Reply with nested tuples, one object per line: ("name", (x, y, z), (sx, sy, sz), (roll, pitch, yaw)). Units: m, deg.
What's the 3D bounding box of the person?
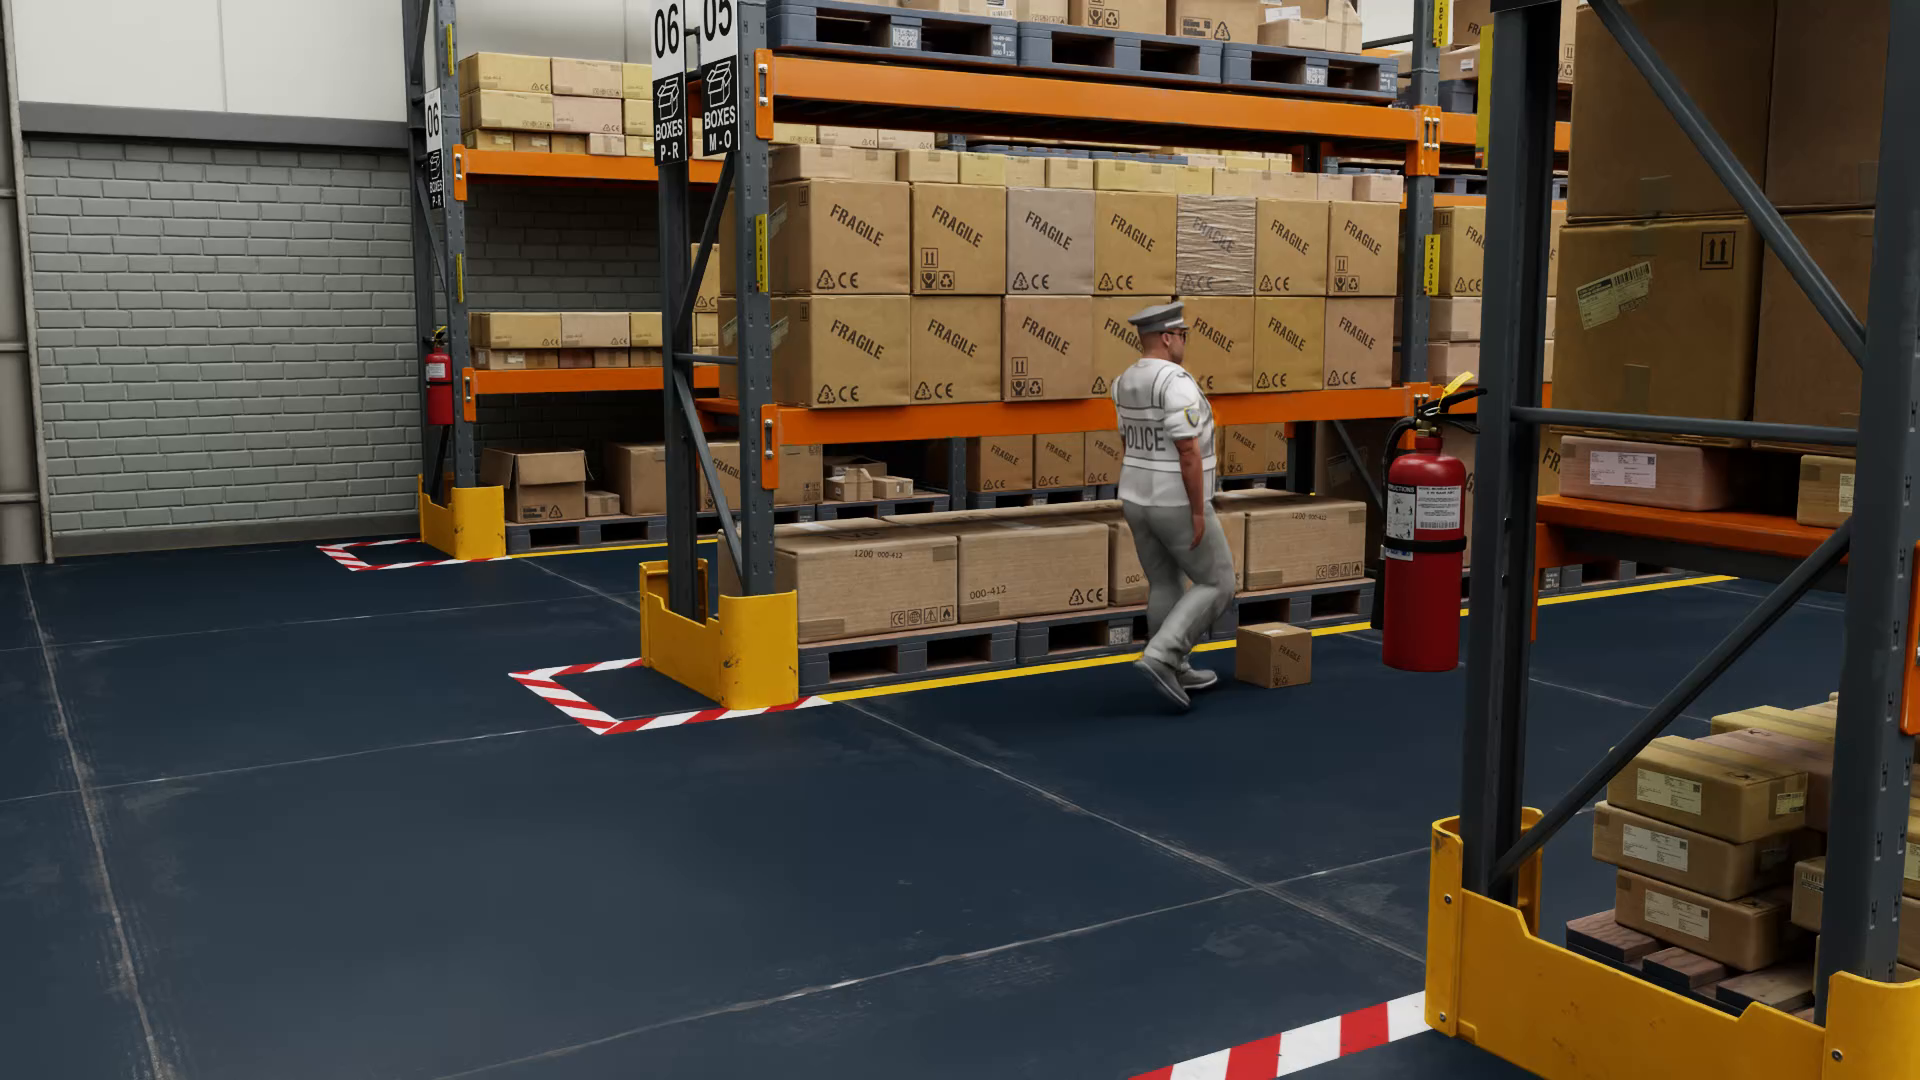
("person", (0.956, -0.161, 7.308), (0.624, 1.764, 0.560), (-5, 9, -31))
